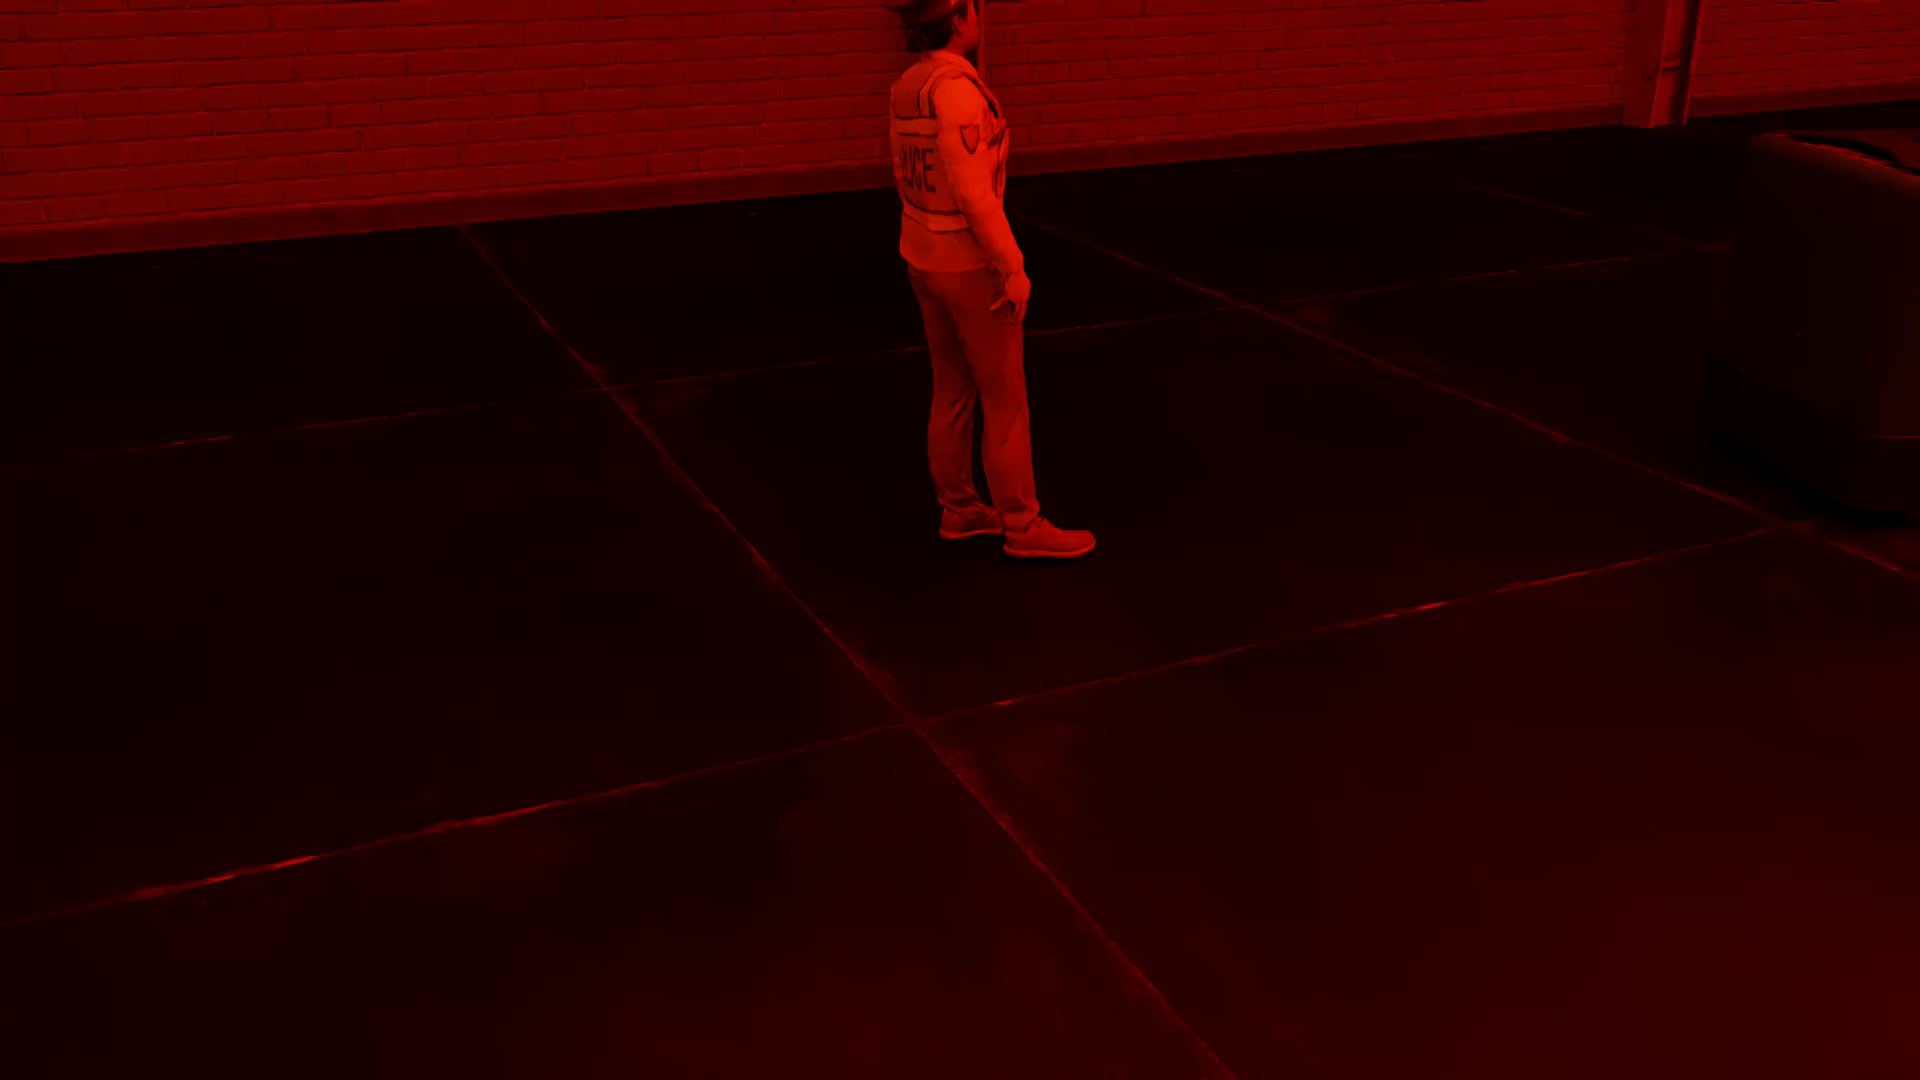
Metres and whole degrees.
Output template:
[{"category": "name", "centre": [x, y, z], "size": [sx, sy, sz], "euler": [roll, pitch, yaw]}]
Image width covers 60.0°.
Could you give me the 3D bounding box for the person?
[{"category": "person", "centre": [0.064, -0.798, 4.799], "size": [0.533, 1.695, 0.586], "euler": [-10, 25, -23]}]

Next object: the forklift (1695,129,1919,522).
[{"category": "forklift", "centre": [4.208, -1.626, 5.200], "size": [3.031, 2.935, 1.130], "euler": [-2, 23, -5]}]
